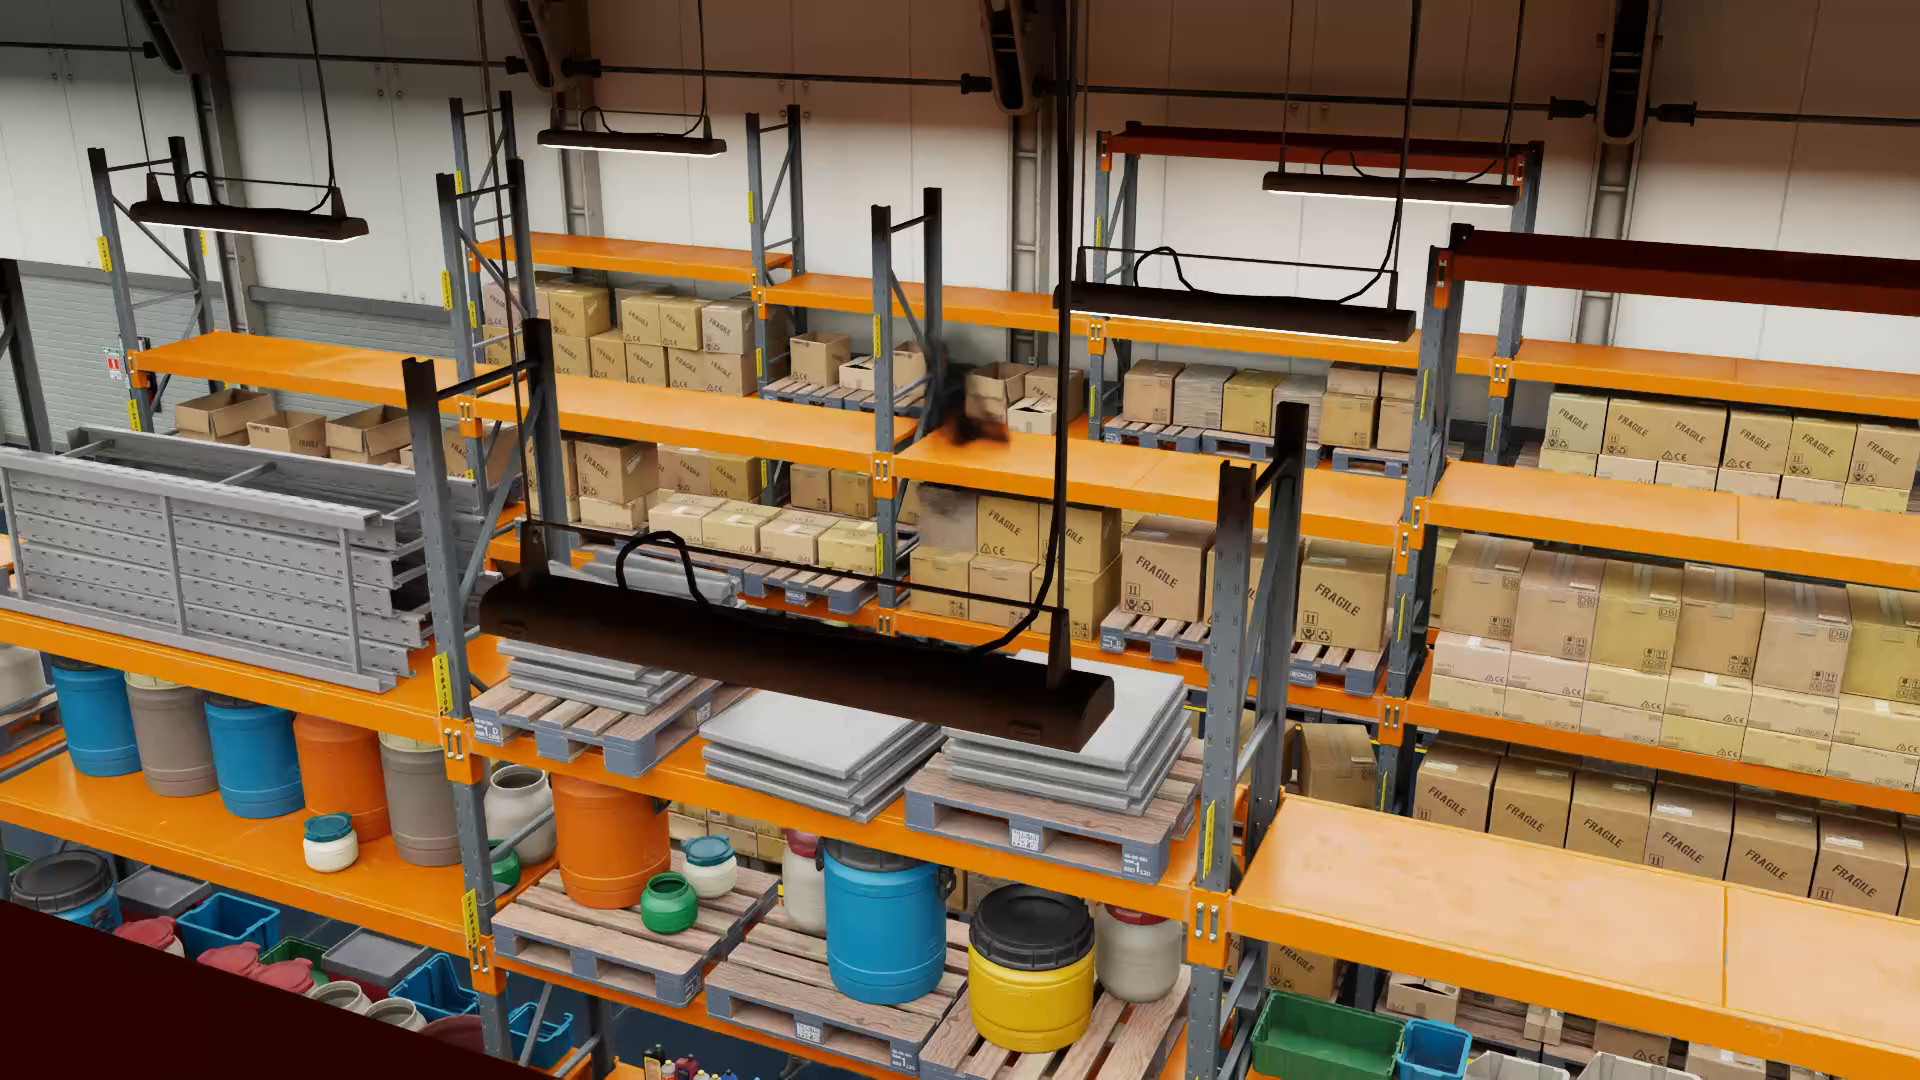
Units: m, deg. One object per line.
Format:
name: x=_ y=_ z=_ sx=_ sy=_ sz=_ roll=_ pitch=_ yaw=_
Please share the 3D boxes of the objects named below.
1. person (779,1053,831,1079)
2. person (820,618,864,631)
person: x=-1.064 y=2.972 z=11.577 sx=0.709 sy=1.892 sz=0.665 roll=8 pitch=22 yaw=21
person: x=-1.275 y=1.204 z=16.344 sx=0.506 sy=1.643 sz=0.581 roll=7 pitch=22 yaw=19
